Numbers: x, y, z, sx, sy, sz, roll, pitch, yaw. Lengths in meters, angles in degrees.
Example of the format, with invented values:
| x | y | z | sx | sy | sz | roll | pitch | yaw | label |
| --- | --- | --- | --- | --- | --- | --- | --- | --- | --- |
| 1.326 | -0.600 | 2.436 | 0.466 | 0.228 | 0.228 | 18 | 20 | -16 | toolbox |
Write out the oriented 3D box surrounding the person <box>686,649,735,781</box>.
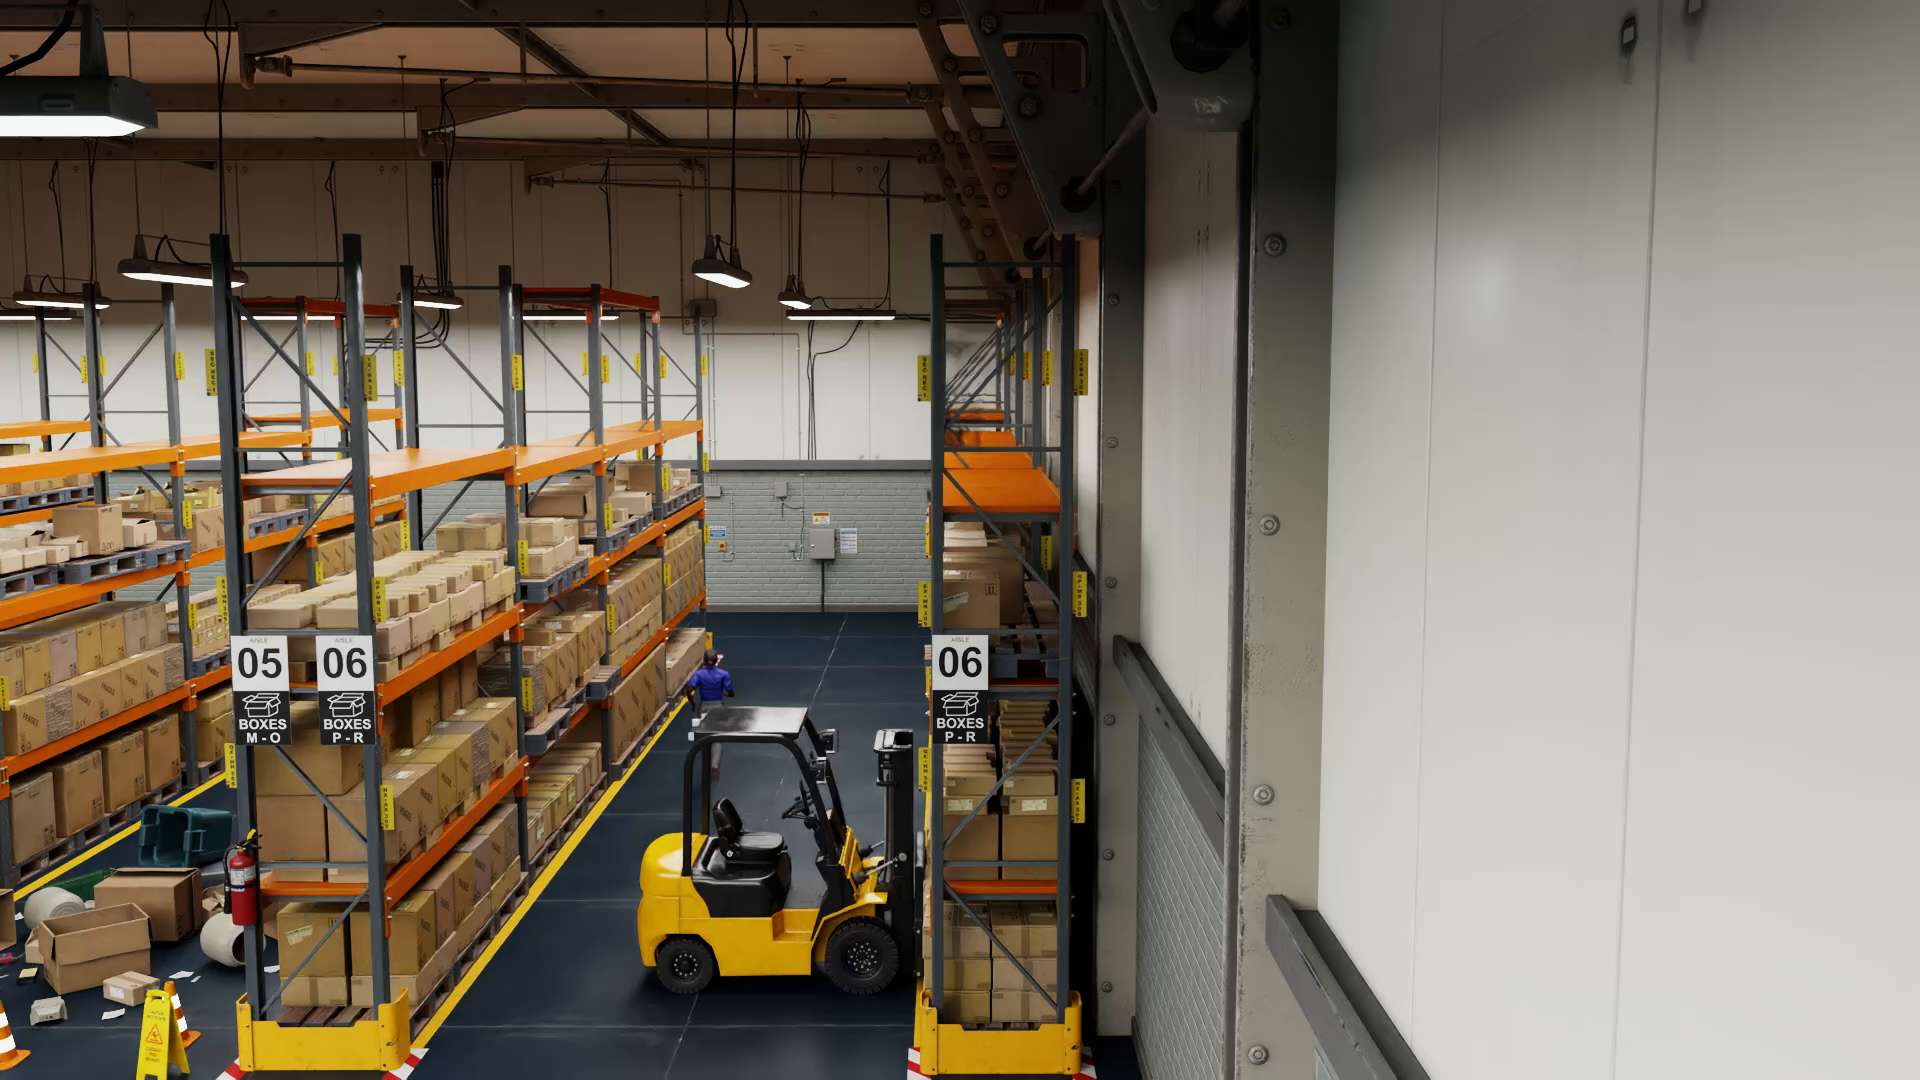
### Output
| x | y | z | sx | sy | sz | roll | pitch | yaw | label |
| --- | --- | --- | --- | --- | --- | --- | --- | --- | --- |
| -3.002 | 2.137 | 20.071 | 0.580 | 1.666 | 0.910 | -1 | 6 | -6 | person |
